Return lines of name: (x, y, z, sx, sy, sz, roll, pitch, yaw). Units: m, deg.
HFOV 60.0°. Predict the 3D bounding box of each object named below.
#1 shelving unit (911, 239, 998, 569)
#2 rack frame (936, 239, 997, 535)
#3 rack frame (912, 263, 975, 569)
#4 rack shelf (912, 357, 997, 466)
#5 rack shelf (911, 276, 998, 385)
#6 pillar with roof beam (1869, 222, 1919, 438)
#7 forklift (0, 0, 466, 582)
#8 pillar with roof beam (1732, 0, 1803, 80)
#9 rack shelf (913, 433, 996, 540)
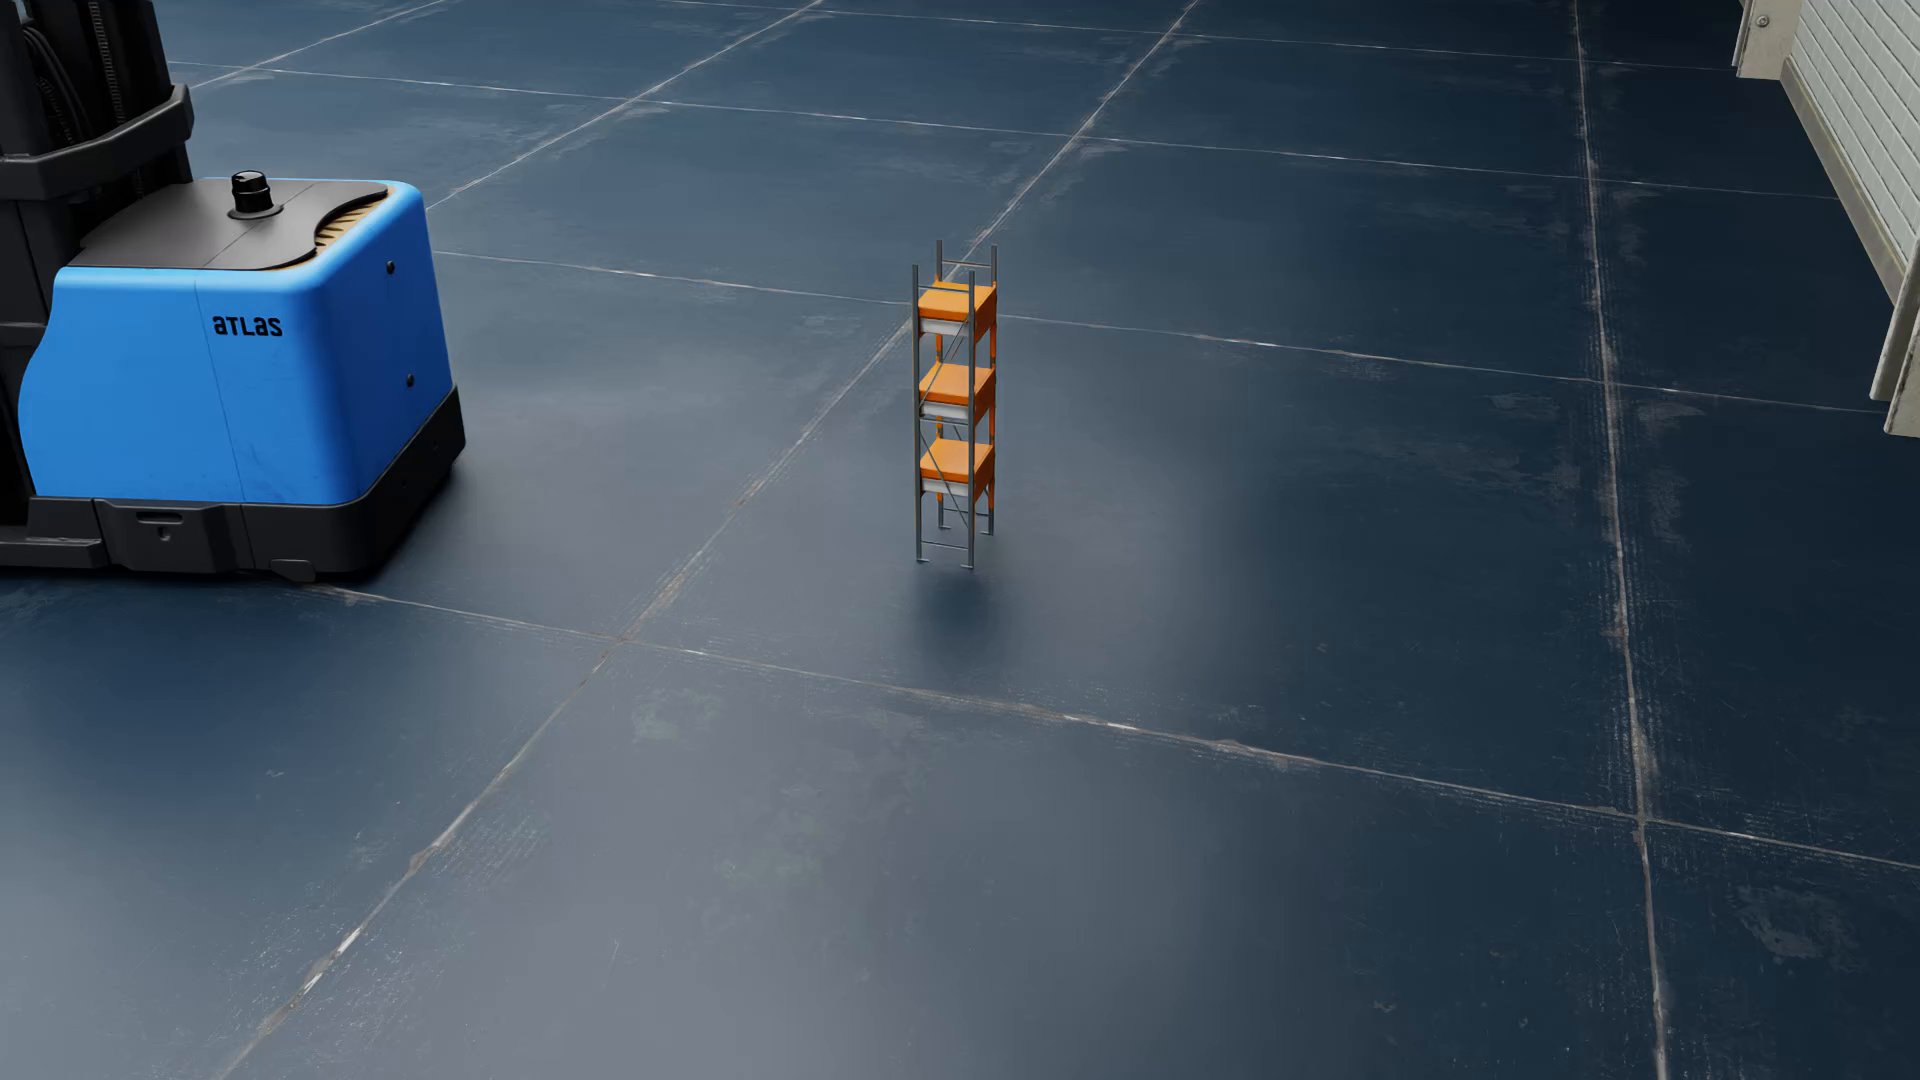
shelving unit: (-0.016, -0.434, 5.450, 0.215, 1.050, 0.252, 8, 30, 15)
rack frame: (0.020, -0.491, 5.552, 0.200, 1.050, 0.008, 8, 30, 15)
rack frame: (-0.052, -0.377, 5.348, 0.200, 1.050, 0.008, 8, 30, 15)
rack shelf: (-0.016, -0.425, 5.455, 0.215, 0.259, 0.240, 8, 30, 15)
rack shelf: (-0.016, -0.673, 5.317, 0.215, 0.259, 0.240, 8, 30, 15)
pillar with roof beam: (-0.292, -5.033, 5.540, 9.100, 9.000, 0.400, 8, 30, 15)
forklift: (-3.394, -1.414, 5.276, 3.031, 2.935, 1.130, 2, 29, 3)
pillar with roof beam: (1.469, -7.821, 10.552, 9.100, 9.000, 0.400, 8, 30, 15)
rack shelf: (-0.016, -0.182, 5.590, 0.215, 0.259, 0.240, 8, 30, 15)
